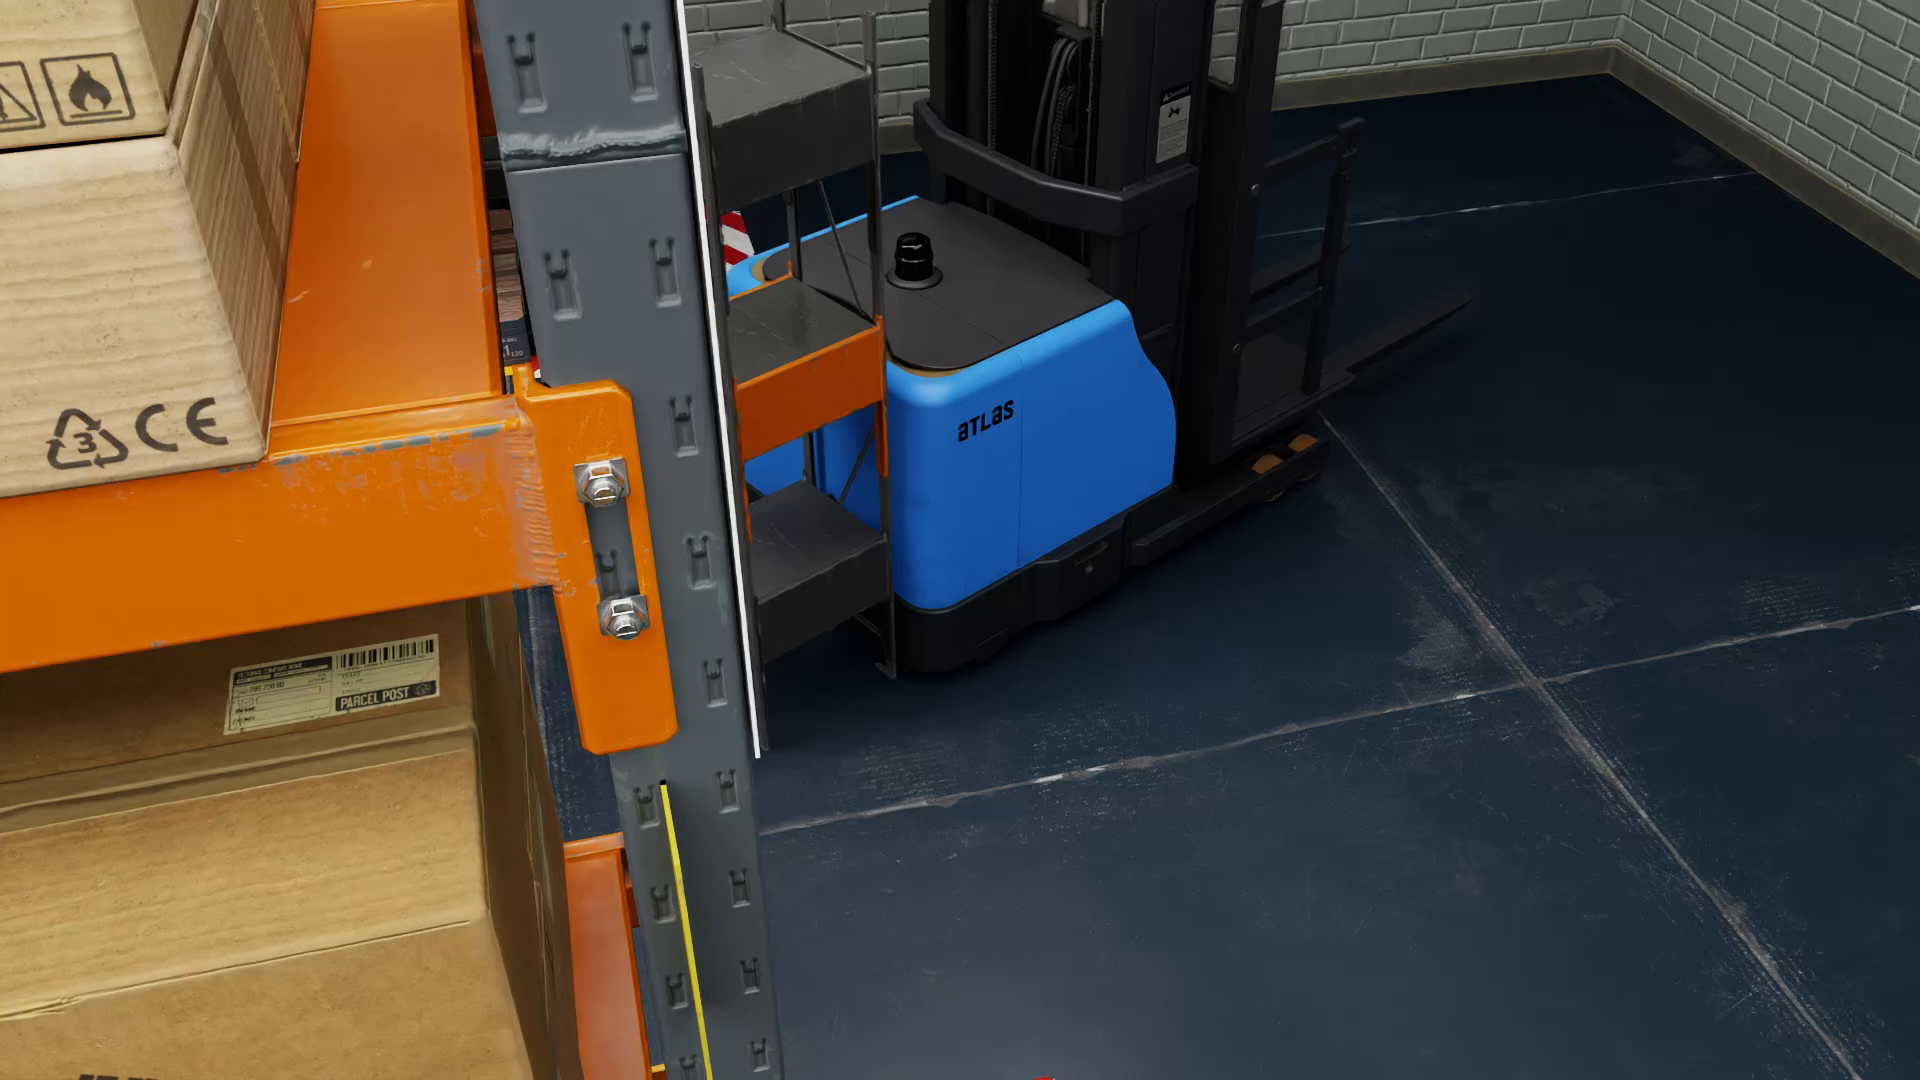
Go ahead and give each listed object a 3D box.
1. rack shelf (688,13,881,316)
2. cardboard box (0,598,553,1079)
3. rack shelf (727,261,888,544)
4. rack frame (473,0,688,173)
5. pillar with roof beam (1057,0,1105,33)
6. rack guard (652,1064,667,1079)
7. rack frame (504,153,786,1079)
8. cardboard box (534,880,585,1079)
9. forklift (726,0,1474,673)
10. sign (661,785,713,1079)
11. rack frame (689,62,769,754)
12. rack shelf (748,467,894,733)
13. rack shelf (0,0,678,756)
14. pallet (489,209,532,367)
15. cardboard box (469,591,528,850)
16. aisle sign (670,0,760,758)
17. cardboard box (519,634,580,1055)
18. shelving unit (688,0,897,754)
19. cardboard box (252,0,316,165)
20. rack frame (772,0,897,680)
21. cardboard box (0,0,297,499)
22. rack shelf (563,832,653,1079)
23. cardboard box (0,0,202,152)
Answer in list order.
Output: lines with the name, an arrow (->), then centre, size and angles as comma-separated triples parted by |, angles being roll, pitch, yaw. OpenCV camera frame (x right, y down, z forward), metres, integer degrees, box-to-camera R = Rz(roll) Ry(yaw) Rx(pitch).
rack shelf -> -0.519, -0.939, 4.119 | 0.480, 0.518, 0.431 | -28, 45, -32
cardboard box -> -0.741, 0.431, 1.813 | 0.500, 0.500, 0.500 | -10, 38, -12
rack shelf -> -0.519, -0.383, 4.545 | 0.480, 0.518, 0.431 | -28, 45, -32
rack frame -> -0.383, -1.747, 0.627 | 0.127, 3.000, 1.000 | -9, 38, -12
pillar with roof beam -> 1.826, -3.062, 2.346 | 0.400, 9.000, 9.100 | -9, 38, -12
rack guard -> -0.456, 1.641, 3.194 | 0.348, 0.500, 1.175 | -9, 38, -12
rack frame -> -0.383, 0.636, 2.450 | 0.127, 3.000, 1.000 | -9, 38, -12
cardboard box -> -0.744, 0.827, 2.118 | 0.500, 0.500, 0.500 | -8, 38, -11
forklift -> 0.703, -1.517, 5.321 | 3.031, 2.935, 1.130 | -28, 45, -32
sign -> -0.257, 0.379, 1.573 | 0.005, 0.325, 0.100 | -9, 38, -12
rack frame -> -0.702, -0.296, 4.409 | 0.015, 2.100, 0.400 | -28, 45, -32
rack shelf -> -0.519, 0.173, 4.970 | 0.480, 0.518, 0.431 | -28, 45, -32
rack shelf -> -2.313, 0.047, 1.343 | 4.000, 0.370, 1.077 | -9, 38, -12
pallet -> -2.429, -0.989, 6.869 | 1.213, 0.211, 1.003 | -9, 38, -12
cardboard box -> -0.880, 0.115, 2.226 | 0.500, 0.500, 0.500 | -8, 38, -11
aisle sign -> -0.237, -0.228, 1.439 | 0.004, 0.787, 0.394 | -9, 38, -12
cardboard box -> -0.880, 0.512, 2.530 | 0.500, 0.500, 0.500 | -9, 38, -11
shelving unit -> -0.519, -0.394, 4.537 | 0.503, 2.100, 0.431 | -28, 45, -32
cardboard box -> -0.945, -0.564, 1.673 | 0.500, 0.250, 0.500 | -9, 38, -12
rack frame -> -0.335, -0.491, 4.664 | 0.015, 2.100, 0.400 | -28, 45, -32
cardboard box -> -0.810, -0.260, 1.276 | 0.500, 0.250, 0.500 | -9, 38, -12
rack shelf -> -2.313, 1.238, 2.254 | 4.000, 0.370, 1.077 | -9, 38, -12
cardboard box -> -0.812, -0.464, 1.130 | 0.500, 0.250, 0.500 | -9, 38, -12
